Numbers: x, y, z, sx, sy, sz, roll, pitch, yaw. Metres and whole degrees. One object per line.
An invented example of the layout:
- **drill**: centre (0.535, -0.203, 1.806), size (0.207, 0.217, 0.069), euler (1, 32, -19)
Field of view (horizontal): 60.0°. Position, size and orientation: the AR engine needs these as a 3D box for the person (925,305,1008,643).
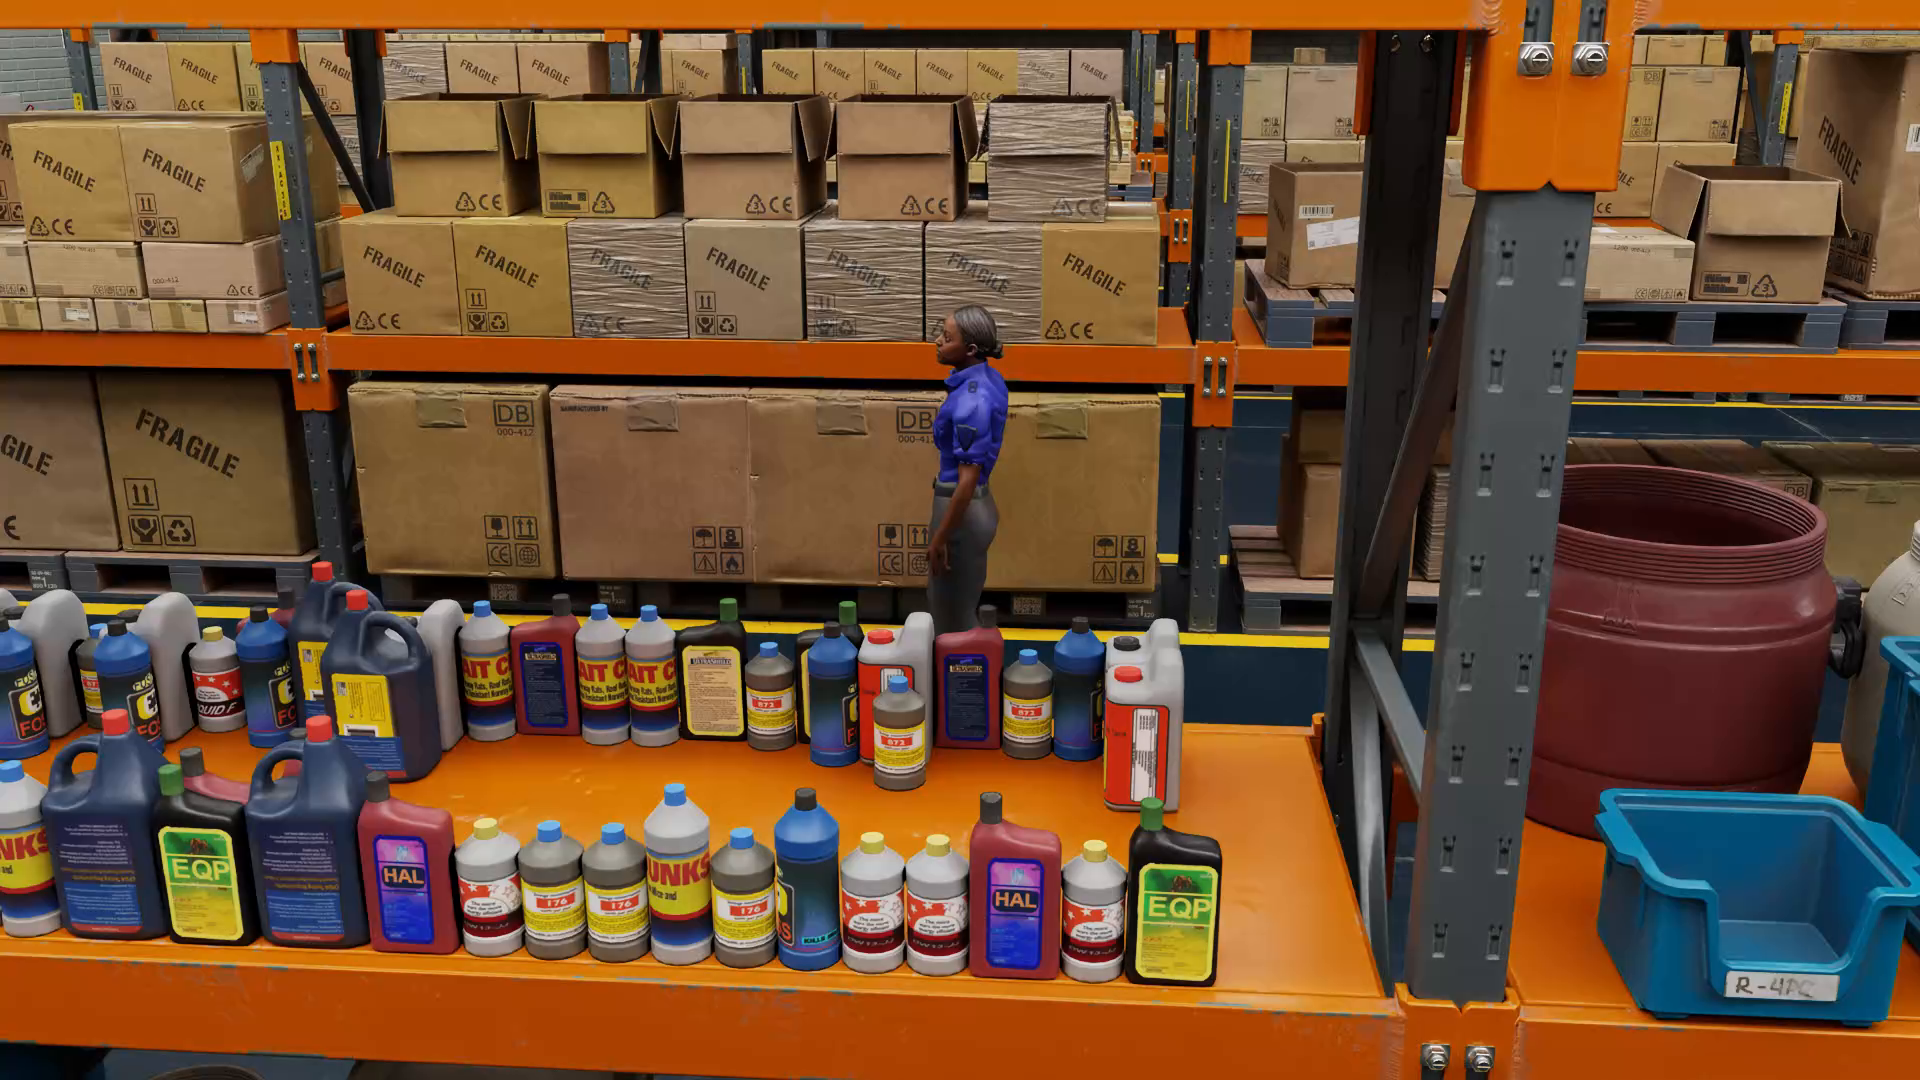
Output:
- **person**: centre (-0.075, -0.075, 6.270), size (0.504, 1.654, 0.548), euler (2, 18, 7)
